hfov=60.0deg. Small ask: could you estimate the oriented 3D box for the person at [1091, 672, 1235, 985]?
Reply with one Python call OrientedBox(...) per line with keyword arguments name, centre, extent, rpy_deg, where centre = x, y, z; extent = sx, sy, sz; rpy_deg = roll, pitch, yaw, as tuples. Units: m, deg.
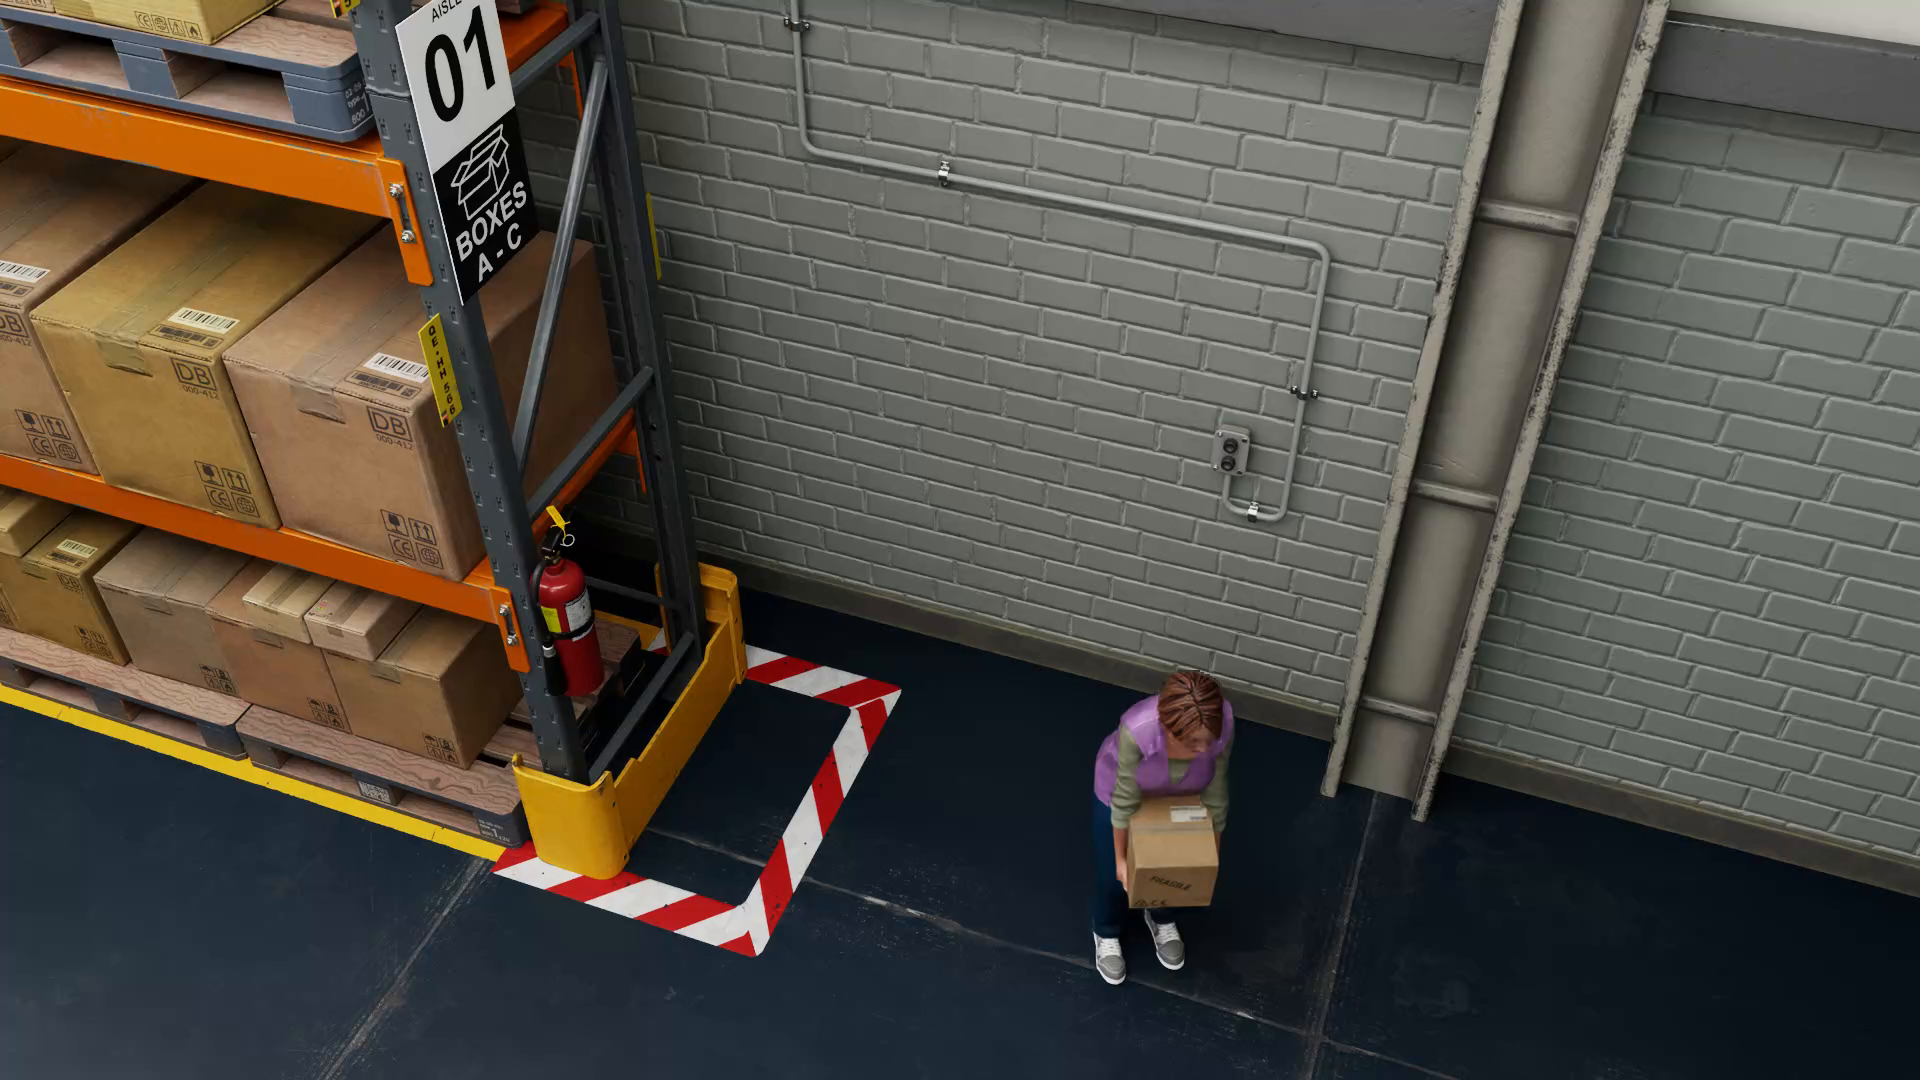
OrientedBox(name="person", centre=(0.620, 0.874, 5.255), extent=(0.378, 1.529, 0.522), rpy_deg=(-6, 42, -7))
